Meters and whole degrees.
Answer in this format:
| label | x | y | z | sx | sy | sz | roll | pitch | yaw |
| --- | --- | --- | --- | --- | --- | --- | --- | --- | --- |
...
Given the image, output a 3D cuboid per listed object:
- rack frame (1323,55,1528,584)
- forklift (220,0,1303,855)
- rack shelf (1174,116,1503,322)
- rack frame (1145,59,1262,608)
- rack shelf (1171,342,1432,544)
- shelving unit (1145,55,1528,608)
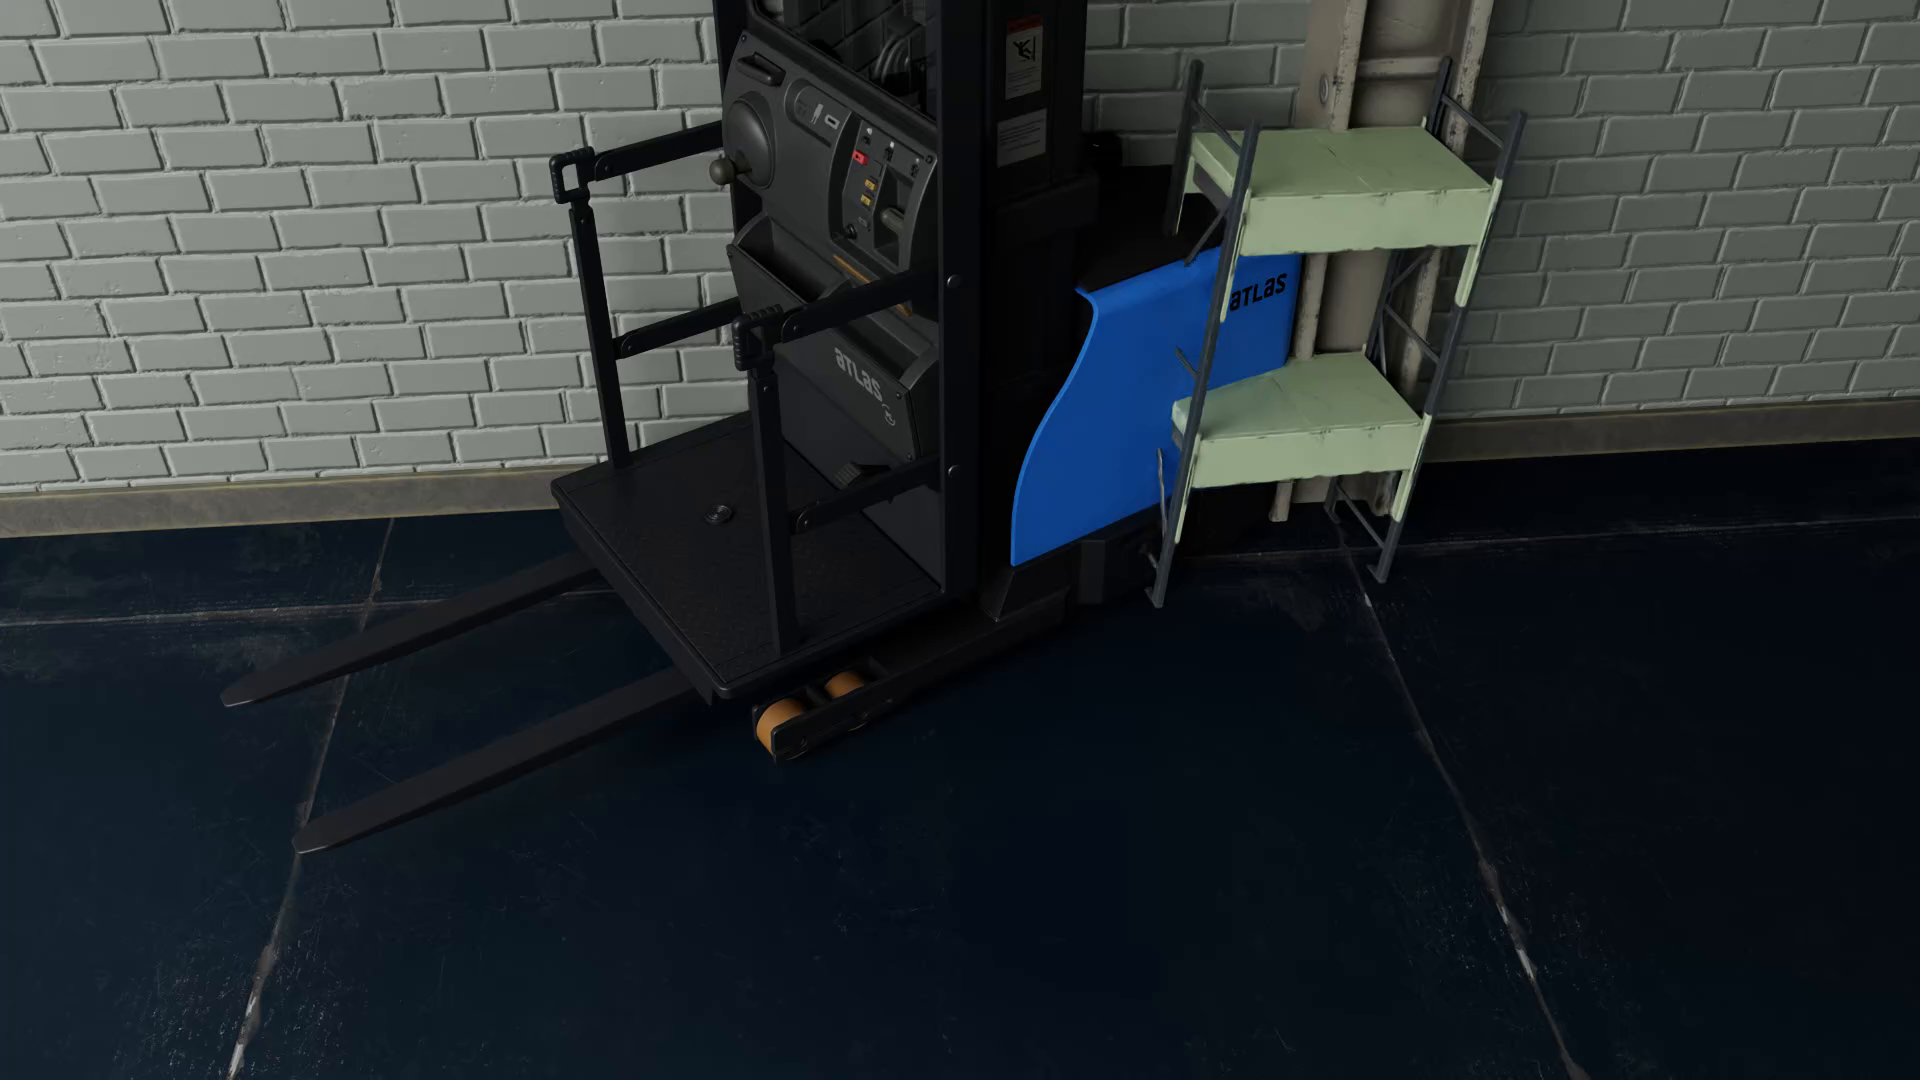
| label | x | y | z | sx | sy | sz | roll | pitch | yaw |
| --- | --- | --- | --- | --- | --- | --- | --- | --- | --- |
| rack frame | 1.297 | -0.586 | 4.765 | 0.023 | 1.500 | 0.400 | -5 | 38 | -15 |
| forklift | -0.513 | -0.932 | 4.065 | 3.031 | 2.935 | 1.130 | -23 | 44 | -26 |
| rack shelf | 0.979 | -0.865 | 4.437 | 0.720 | 0.370 | 0.431 | -5 | 38 | -15 |
| rack frame | 0.594 | -0.519 | 4.573 | 0.023 | 1.500 | 0.400 | -5 | 38 | -15 |
| rack shelf | 0.918 | -0.292 | 4.862 | 0.720 | 0.370 | 0.431 | -5 | 38 | -15 |
| shelving unit | 0.946 | -0.553 | 4.669 | 0.755 | 1.500 | 0.431 | -5 | 38 | -15 |
